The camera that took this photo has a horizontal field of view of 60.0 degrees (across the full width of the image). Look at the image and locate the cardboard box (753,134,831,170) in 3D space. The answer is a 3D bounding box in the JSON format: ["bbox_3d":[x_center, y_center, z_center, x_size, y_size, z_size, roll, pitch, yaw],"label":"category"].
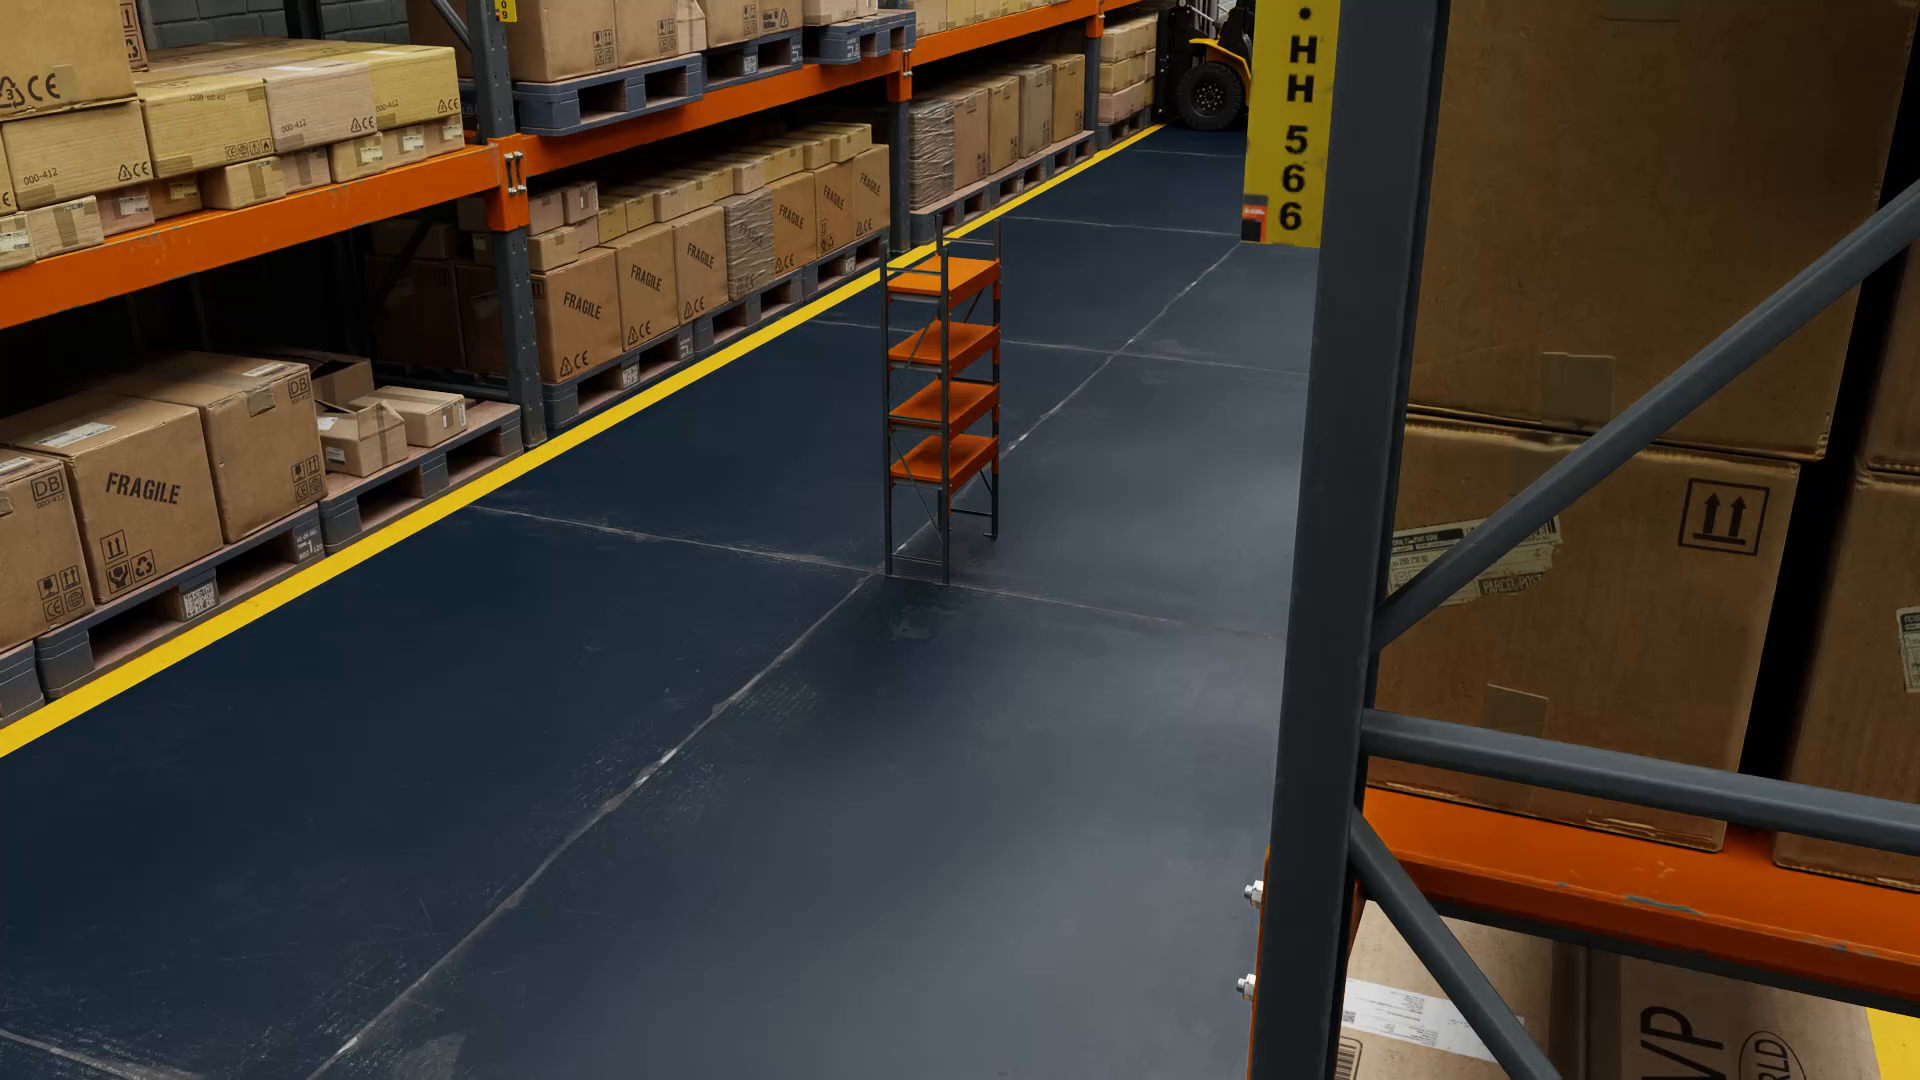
[{"bbox_3d":[-0.965,-2.232,9.557,0.380,0.149,0.250,8,24,18],"label":"cardboard box"}]

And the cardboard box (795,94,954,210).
[{"bbox_3d":[-0.561,-2.614,11.153,0.875,0.625,0.625,10,25,22],"label":"cardboard box"}]

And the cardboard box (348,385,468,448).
[{"bbox_3d":[-2.226,-0.500,6.710,0.380,0.149,0.250,8,24,18],"label":"cardboard box"}]

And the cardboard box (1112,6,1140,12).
[{"bbox_3d":[1.434,-5.042,16.156,0.500,0.250,0.500,9,24,20],"label":"cardboard box"}]

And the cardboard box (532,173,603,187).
[{"bbox_3d":[-2.024,-1.746,8.394,0.380,0.149,0.250,9,24,22],"label":"cardboard box"}]

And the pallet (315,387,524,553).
[{"bbox_3d":[-2.547,-0.331,6.769,1.003,0.211,1.213,9,24,20],"label":"pallet"}]

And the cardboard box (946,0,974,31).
[{"bbox_3d":[-0.222,-3.529,11.001,0.500,0.250,0.500,8,24,19],"label":"cardboard box"}]

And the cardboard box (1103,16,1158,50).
[{"bbox_3d":[1.525,-4.602,15.101,0.500,0.250,0.500,10,25,22],"label":"cardboard box"}]

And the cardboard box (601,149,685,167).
[{"bbox_3d":[-1.719,-2.022,9.056,0.380,0.149,0.250,9,24,20],"label":"cardboard box"}]

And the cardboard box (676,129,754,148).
[{"bbox_3d":[-1.430,-2.301,9.723,0.380,0.149,0.250,9,24,21],"label":"cardboard box"}]

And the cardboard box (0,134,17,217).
[{"bbox_3d":[-2.986,-0.986,4.528,0.500,0.250,0.500,8,24,19],"label":"cardboard box"}]

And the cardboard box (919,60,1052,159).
[{"bbox_3d":[0.201,-3.359,12.937,0.875,0.625,0.625,9,24,20],"label":"cardboard box"}]

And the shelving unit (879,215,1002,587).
[{"bbox_3d":[-0.061,-0.494,5.877,0.258,1.200,0.503,9,24,20],"label":"shelving unit"}]

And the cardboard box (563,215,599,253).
[{"bbox_3d":[-1.880,-1.404,7.575,0.380,0.149,0.250,8,24,19],"label":"cardboard box"}]

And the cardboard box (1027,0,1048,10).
[{"bbox_3d":[0.341,-4.085,12.333,0.500,0.250,0.500,9,24,20],"label":"cardboard box"}]

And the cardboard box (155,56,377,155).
[{"bbox_3d":[-2.426,-1.533,5.837,0.500,0.250,0.500,9,24,20],"label":"cardboard box"}]

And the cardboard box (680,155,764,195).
[{"bbox_3d":[-1.272,-1.951,8.886,0.380,0.149,0.250,8,24,18],"label":"cardboard box"}]

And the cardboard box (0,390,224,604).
[{"bbox_3d":[-2.819,-0.153,5.423,0.500,0.500,0.500,9,24,21],"label":"cardboard box"}]

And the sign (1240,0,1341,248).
[{"bbox_3d":[0.334,-0.449,1.624,0.100,0.325,0.005,9,24,20],"label":"sign"}]

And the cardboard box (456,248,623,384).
[{"bbox_3d":[-1.903,-1.045,7.558,0.500,0.500,0.500,10,25,22],"label":"cardboard box"}]

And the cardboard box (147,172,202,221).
[{"bbox_3d":[-2.717,-1.143,5.420,0.380,0.149,0.250,9,24,21],"label":"cardboard box"}]

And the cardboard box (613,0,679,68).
[{"bbox_3d":[-1.712,-2.430,7.501,0.700,0.500,0.500,9,24,21],"label":"cardboard box"}]

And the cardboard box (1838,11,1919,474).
[{"bbox_3d":[1.275,-0.361,1.796,0.500,0.500,0.500,8,24,19],"label":"cardboard box"}]

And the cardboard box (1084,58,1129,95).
[{"bbox_3d":[1.146,-4.011,14.335,0.500,0.250,0.500,9,24,20],"label":"cardboard box"}]

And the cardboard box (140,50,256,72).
[{"bbox_3d":[-2.906,-1.613,6.027,0.500,0.250,0.500,9,24,20],"label":"cardboard box"}]

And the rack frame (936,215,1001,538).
[{"bbox_3d":[0.029,-0.582,6.086,0.240,1.200,0.015,9,24,20],"label":"rack frame"}]

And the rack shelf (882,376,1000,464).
[{"bbox_3d":[-0.061,-0.432,5.903,0.258,0.148,0.480,9,24,20],"label":"rack shelf"}]

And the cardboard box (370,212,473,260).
[{"bbox_3d":[-2.422,-1.376,7.510,0.380,0.149,0.250,8,24,18],"label":"cardboard box"}]

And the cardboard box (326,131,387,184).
[{"bbox_3d":[-2.326,-1.405,6.047,0.380,0.149,0.250,9,24,21],"label":"cardboard box"}]

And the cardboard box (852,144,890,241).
[{"bbox_3d":[-0.763,-2.153,10.211,0.500,0.500,0.500,10,24,22],"label":"cardboard box"}]

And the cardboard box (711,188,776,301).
[{"bbox_3d":[-1.326,-1.599,8.886,0.500,0.500,0.500,8,24,18],"label":"cardboard box"}]

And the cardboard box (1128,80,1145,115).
[{"bbox_3d":[1.342,-3.961,14.864,0.500,0.250,0.500,8,24,19],"label":"cardboard box"}]

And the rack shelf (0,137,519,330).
[{"bbox_3d":[-3.034,-0.816,5.245,1.077,0.370,4.000,9,24,20],"label":"rack shelf"}]

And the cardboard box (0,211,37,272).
[{"bbox_3d":[-2.876,-0.848,4.715,0.380,0.149,0.250,8,24,19],"label":"cardboard box"}]

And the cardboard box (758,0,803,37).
[{"bbox_3d":[-1.240,-2.926,8.684,0.797,0.503,0.637,8,24,19],"label":"cardboard box"}]

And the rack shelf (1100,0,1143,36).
[{"bbox_3d":[1.423,-5.110,15.525,1.077,0.370,4.000,9,24,20],"label":"rack shelf"}]

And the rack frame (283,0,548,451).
[{"bbox_3d":[-2.291,-1.864,6.820,1.000,3.000,0.127,9,24,20],"label":"rack frame"}]

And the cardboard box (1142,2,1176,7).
[{"bbox_3d":[2.100,-5.151,16.416,0.500,0.250,0.500,9,24,21],"label":"cardboard box"}]

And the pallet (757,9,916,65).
[{"bbox_3d":[-0.992,-2.954,9.679,1.213,0.211,1.003,9,24,20],"label":"pallet"}]

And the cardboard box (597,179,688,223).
[{"bbox_3d":[-1.579,-1.681,8.240,0.380,0.149,0.250,9,24,20],"label":"cardboard box"}]

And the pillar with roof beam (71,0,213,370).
[{"bbox_3d":[0.610,-3.895,3.900,9.100,9.000,0.400,9,24,20],"label":"pillar with roof beam"}]

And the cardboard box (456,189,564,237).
[{"bbox_3d":[-1.967,-1.439,7.275,0.380,0.149,0.250,8,24,19],"label":"cardboard box"}]

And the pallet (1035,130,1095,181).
[{"bbox_3d":[0.443,-3.170,13.566,1.003,0.211,1.213,9,24,20],"label":"pallet"}]

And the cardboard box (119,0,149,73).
[{"bbox_3d":[-3.092,-1.783,5.462,0.500,0.500,0.500,8,24,19],"label":"cardboard box"}]

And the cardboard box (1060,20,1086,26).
[{"bbox_3d":[0.858,-4.500,14.857,0.500,0.250,0.500,8,24,19],"label":"cardboard box"}]

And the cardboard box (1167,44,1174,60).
[{"bbox_3d":[1.718,-4.550,15.626,0.500,0.250,0.500,9,24,20],"label":"cardboard box"}]

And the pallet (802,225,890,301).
[{"bbox_3d":[-1.118,-1.746,10.157,1.003,0.211,1.213,9,24,20],"label":"pallet"}]
